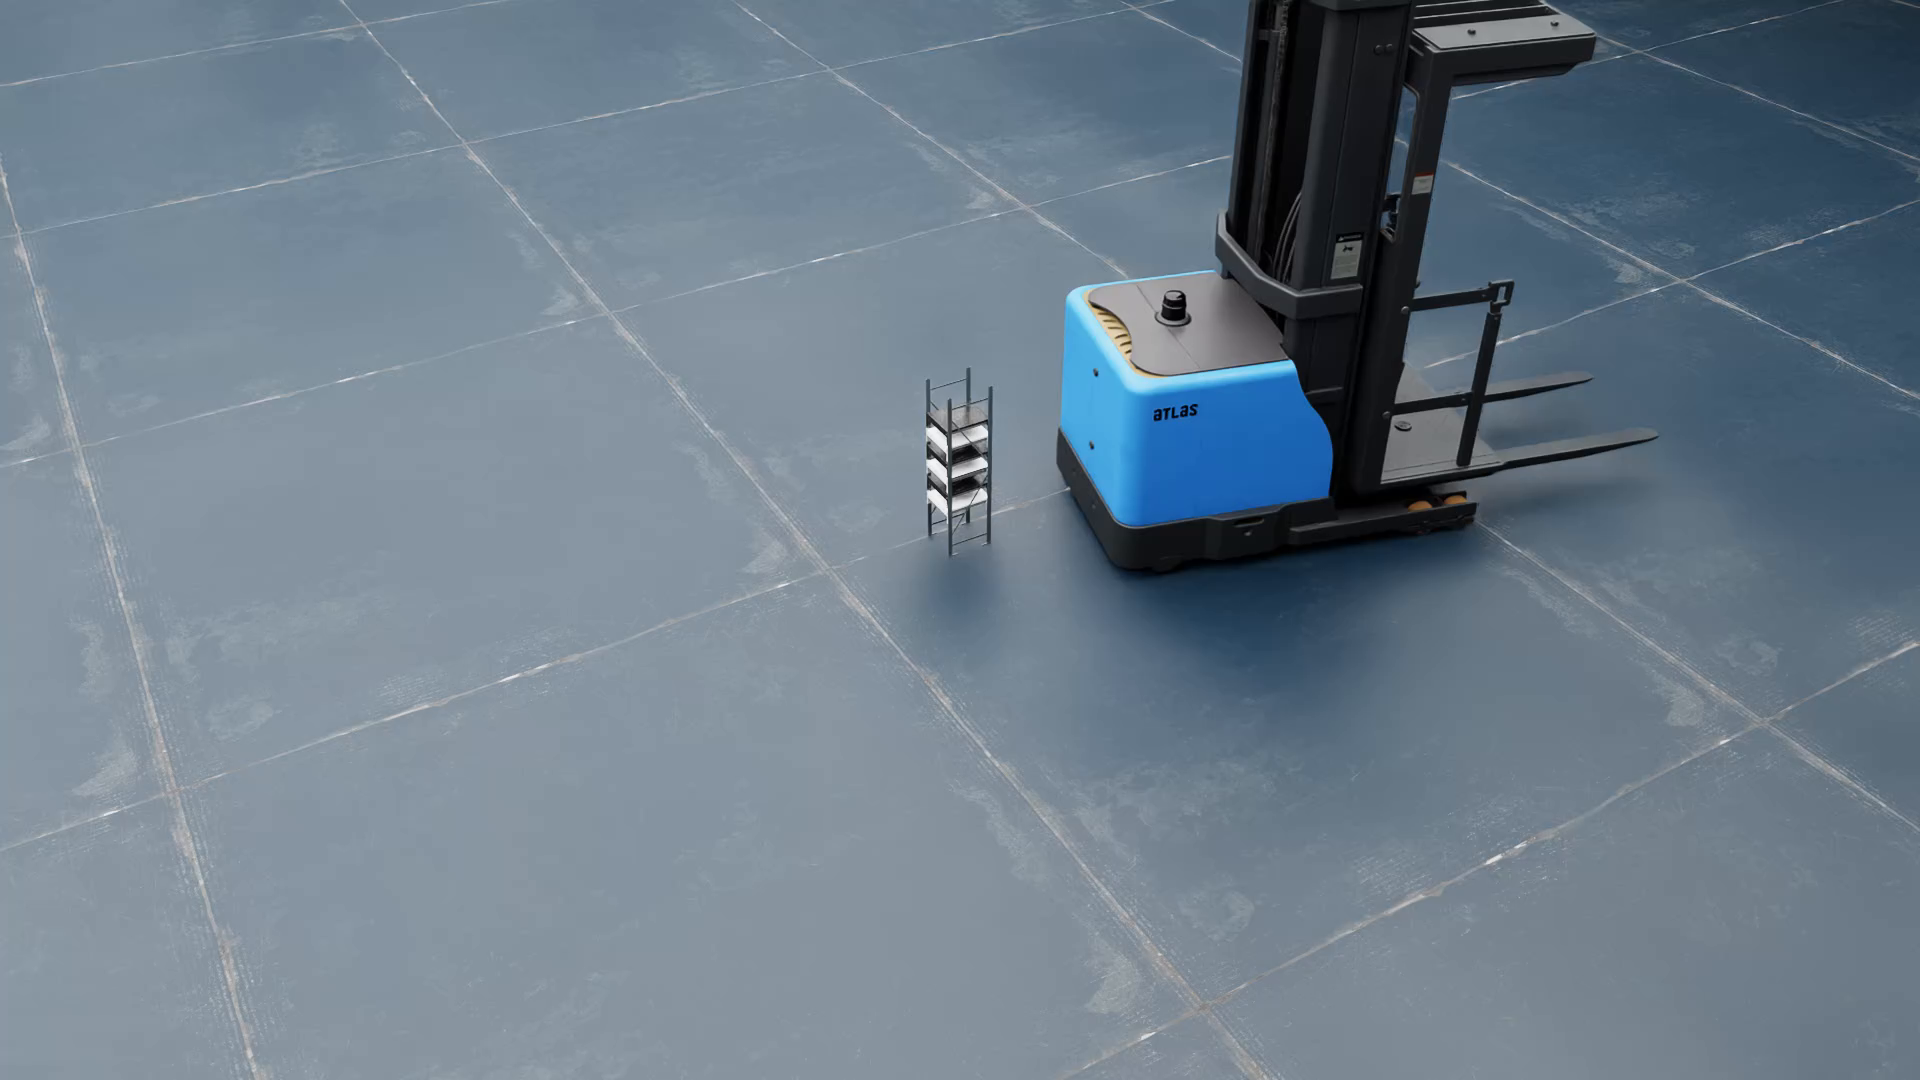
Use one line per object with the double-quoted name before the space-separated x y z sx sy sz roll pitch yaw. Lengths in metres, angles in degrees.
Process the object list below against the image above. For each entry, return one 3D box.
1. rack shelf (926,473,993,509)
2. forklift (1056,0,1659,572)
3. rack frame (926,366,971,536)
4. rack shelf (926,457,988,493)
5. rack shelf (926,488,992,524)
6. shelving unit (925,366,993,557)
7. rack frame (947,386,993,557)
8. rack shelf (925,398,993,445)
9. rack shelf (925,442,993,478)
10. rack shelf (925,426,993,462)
"rack shelf" -0.004 -0.268 8.063 0.258 0.077 0.200 -19 40 -24
"forklift" 2.078 -1.503 7.822 3.031 2.935 1.130 -9 37 -12
"rack frame" -0.055 -0.419 8.061 0.240 0.900 0.006 -19 40 -24
"rack shelf" -0.004 -0.341 8.010 0.258 0.077 0.200 -19 40 -24
"rack shelf" -0.004 -0.195 8.116 0.258 0.077 0.200 -19 40 -24
"shelving unit" -0.004 -0.368 7.990 0.258 0.900 0.210 -19 40 -24
"rack frame" 0.047 -0.316 7.919 0.240 0.900 0.006 -19 40 -24
"rack shelf" -0.004 -0.559 7.851 0.258 0.077 0.200 -19 40 -24
"rack shelf" -0.004 -0.413 7.957 0.258 0.077 0.200 -19 40 -24
"rack shelf" -0.004 -0.486 7.904 0.258 0.077 0.200 -19 40 -24
